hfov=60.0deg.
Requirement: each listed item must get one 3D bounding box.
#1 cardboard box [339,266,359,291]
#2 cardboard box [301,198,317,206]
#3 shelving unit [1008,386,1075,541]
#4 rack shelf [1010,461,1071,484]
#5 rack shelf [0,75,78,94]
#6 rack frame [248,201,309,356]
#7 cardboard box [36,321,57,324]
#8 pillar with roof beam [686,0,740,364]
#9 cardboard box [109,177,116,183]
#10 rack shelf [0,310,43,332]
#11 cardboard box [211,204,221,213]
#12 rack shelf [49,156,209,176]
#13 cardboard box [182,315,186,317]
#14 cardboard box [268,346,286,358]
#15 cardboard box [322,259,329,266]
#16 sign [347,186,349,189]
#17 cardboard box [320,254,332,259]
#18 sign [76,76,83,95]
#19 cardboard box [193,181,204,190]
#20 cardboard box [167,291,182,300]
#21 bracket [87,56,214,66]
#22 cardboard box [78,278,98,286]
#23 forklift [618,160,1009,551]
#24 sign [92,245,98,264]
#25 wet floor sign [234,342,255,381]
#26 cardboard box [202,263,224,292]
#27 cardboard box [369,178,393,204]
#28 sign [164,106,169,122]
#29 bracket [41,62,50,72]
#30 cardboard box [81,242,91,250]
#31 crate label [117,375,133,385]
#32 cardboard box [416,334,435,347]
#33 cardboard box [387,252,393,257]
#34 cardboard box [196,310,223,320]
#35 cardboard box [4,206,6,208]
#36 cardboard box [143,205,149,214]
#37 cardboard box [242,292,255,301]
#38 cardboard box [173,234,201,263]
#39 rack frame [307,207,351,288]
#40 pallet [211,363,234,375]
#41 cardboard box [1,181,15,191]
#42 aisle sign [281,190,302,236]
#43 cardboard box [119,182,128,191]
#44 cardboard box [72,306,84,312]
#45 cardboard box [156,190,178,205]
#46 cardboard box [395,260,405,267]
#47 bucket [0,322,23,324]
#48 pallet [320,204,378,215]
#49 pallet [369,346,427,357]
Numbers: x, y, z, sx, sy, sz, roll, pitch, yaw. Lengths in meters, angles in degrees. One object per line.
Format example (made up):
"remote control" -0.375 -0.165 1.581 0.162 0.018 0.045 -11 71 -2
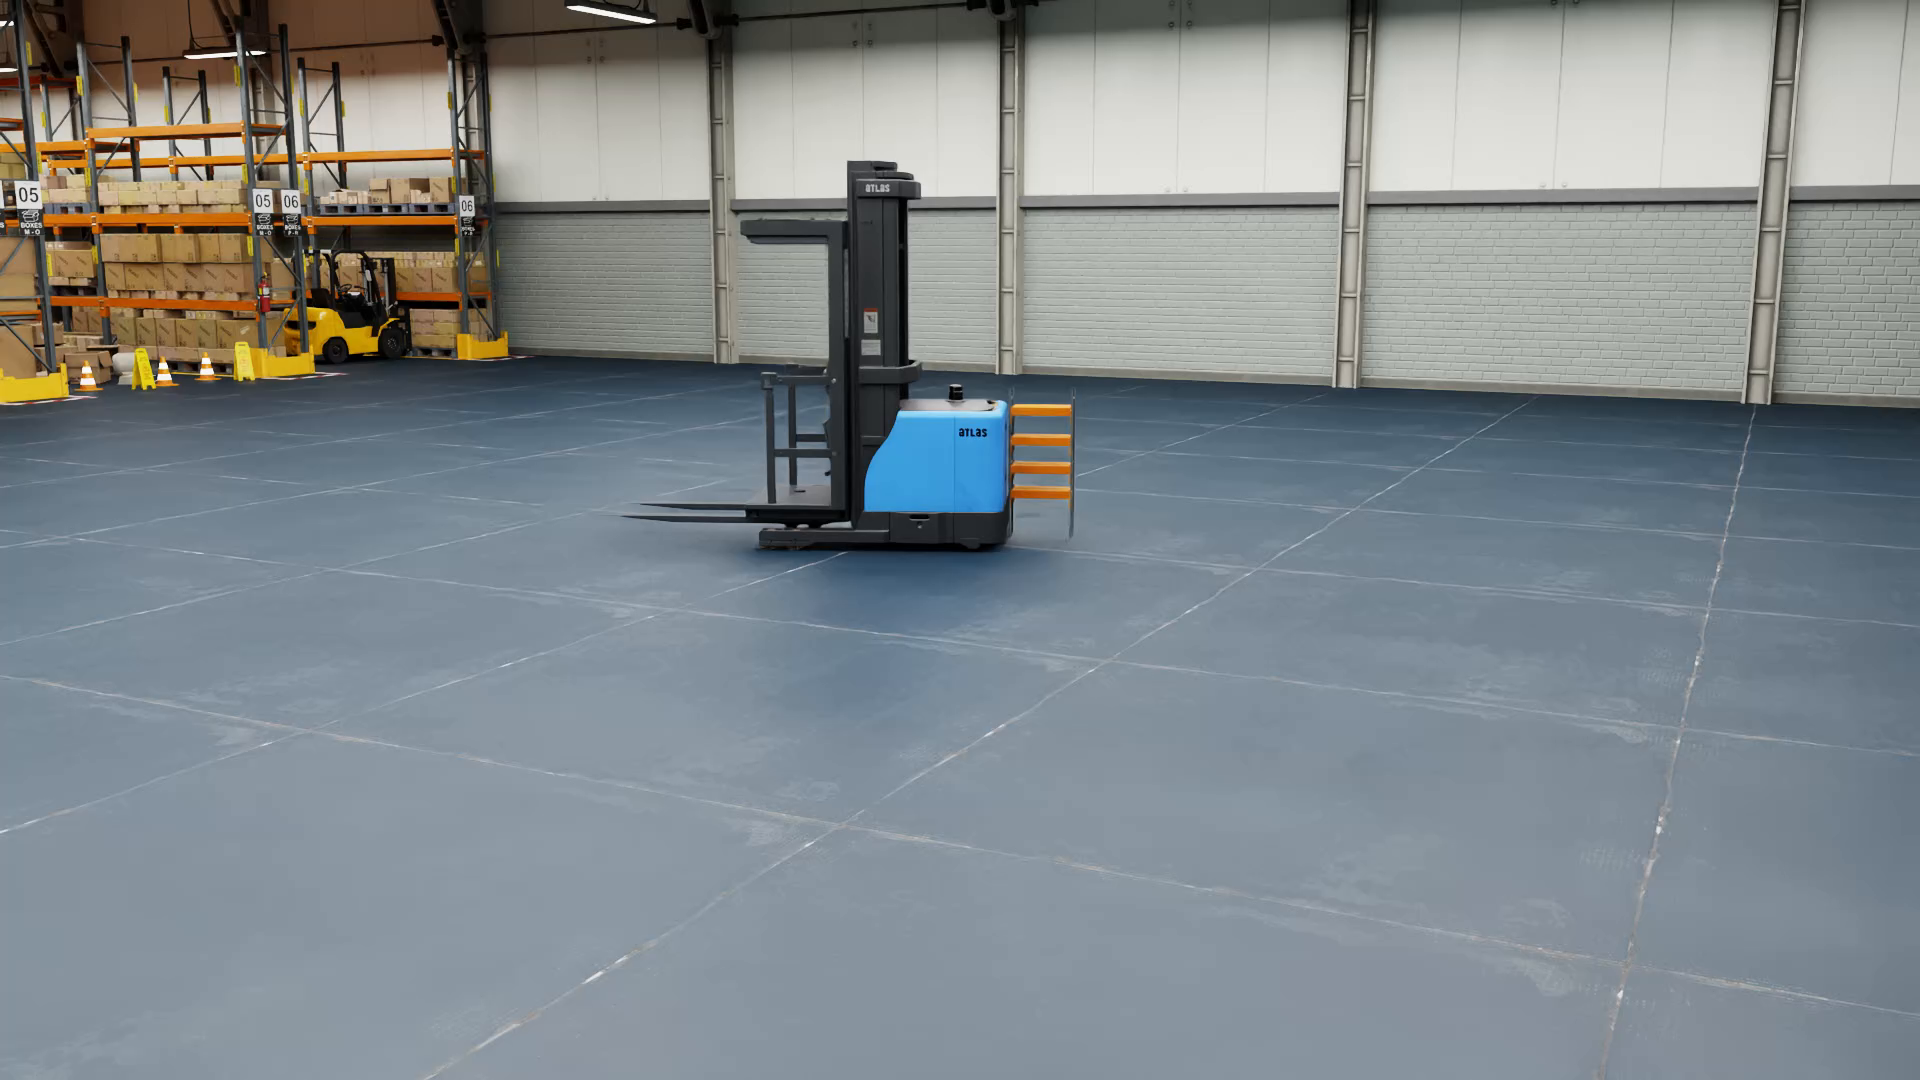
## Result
"cardboard box" -12.492 -5.422 34.484 0.500 0.500 0.500 5 12 27
"cardboard box" -13.923 -7.194 35.380 0.250 0.149 0.380 5 11 26
"shelving unit" 0.650 -0.610 13.234 0.503 1.200 0.258 1 10 7
"rack shelf" 0.650 -0.544 13.246 0.480 0.148 0.258 1 10 7
"rack shelf" -22.217 -10.509 38.716 4.000 0.370 1.077 5 11 26
"rack frame" -11.855 -4.379 29.005 0.127 3.000 1.000 5 11 26
"cardboard box" -21.373 -5.004 38.957 0.258 0.266 0.396 5 12 28
"pillar with roof beam" -6.411 -7.163 27.540 0.548 9.000 9.100 5 11 26
"cardboard box" -16.240 -6.697 31.227 0.500 0.250 0.500 5 11 25
"rack shelf" -15.748 -3.384 25.528 4.000 0.370 1.077 5 11 26
"cardboard box" -12.759 -5.756 28.894 0.250 0.149 0.380 5 12 28
"rack shelf" -18.630 -8.362 37.306 4.000 0.370 1.077 5 11 26
"cardboard box" -14.336 -3.874 30.647 0.500 0.500 0.500 5 12 27
"cardboard box" -12.456 -3.341 29.808 0.500 0.250 0.500 5 11 25
"cardboard box" -13.079 -5.789 34.691 0.250 0.149 0.380 5 11 25
"sign" -13.005 -7.346 35.299 0.005 0.325 0.100 5 11 26
"cardboard box" -13.094 -5.930 34.635 0.250 0.149 0.380 5 12 27
"sign" -15.682 -8.095 29.623 0.005 0.325 0.100 5 11 26
"cardboard box" -13.161 -6.196 29.086 0.250 0.149 0.380 5 11 26
"cardboard box" -13.920 -4.377 29.699 0.250 0.149 0.380 5 11 26
"bracket" -18.108 -10.746 37.232 4.783 0.066 0.076 5 11 26
"cardboard box" -16.025 -4.774 30.712 0.250 0.149 0.380 5 11 27
"forklift" -1.145 -1.454 13.033 3.031 2.935 1.130 1 10 4
"sign" -15.684 -5.175 30.152 0.005 0.325 0.100 5 11 26
"wet floor sign" -12.158 -3.035 28.188 0.267 0.644 0.232 -10 14 -43
"cardboard box" -12.910 -4.614 29.185 0.500 0.500 0.500 5 11 26
"cardboard box" -11.549 -7.100 33.865 0.637 0.503 0.797 5 12 28
"sign" -17.067 -9.166 35.763 0.005 0.325 0.100 5 11 26
"bracket" -21.178 -11.016 38.723 0.430 0.232 0.235 5 11 26
"cardboard box" -16.727 -5.579 31.515 0.250 0.149 0.380 6 12 29
"crate label" -13.730 -2.647 27.469 0.298 0.136 0.250 -1 10 -4
"cardboard box" -10.665 -4.053 33.745 0.500 0.250 0.500 5 11 26
"cardboard box" -11.454 -5.802 33.926 0.250 0.149 0.380 5 11 27
"cardboard box" -13.271 -3.981 29.420 0.250 0.149 0.380 5 12 27
"cardboard box" -18.183 -6.459 31.791 0.500 0.500 0.700 5 11 26
"cardboard box" -14.348 -5.903 29.706 0.250 0.149 0.380 5 11 24
"cardboard box" -12.285 -4.251 29.002 0.250 0.149 0.380 5 12 28
"cardboard box" -13.363 -5.137 29.269 0.500 0.500 0.700 5 11 25
"rack frame" -13.249 -5.488 35.129 0.127 3.000 1.000 5 11 26
"pallet" -12.636 -3.083 29.671 1.213 0.211 1.003 5 11 26
"cardboard box" -14.120 -5.267 24.734 0.250 0.149 0.380 5 11 26
"aisle sign" -11.662 -5.703 29.020 0.004 0.787 0.394 5 11 26
"cardboard box" -14.825 -6.324 29.795 0.250 0.149 0.380 5 11 24
"cardboard box" -20.219 -5.343 38.348 0.250 0.149 0.380 6 12 29
"cardboard box" -13.805 -6.045 29.370 0.500 0.250 0.500 5 11 26
"cardboard box" -11.258 -5.621 33.761 0.250 0.149 0.380 5 11 26
"bucket" -16.399 -3.391 28.466 0.726 0.611 0.620 -10 4 -43
"pallet" -12.473 -6.857 34.521 1.213 0.211 1.003 5 11 26
"pallet" -11.456 -3.950 34.464 1.213 0.211 1.003 5 11 26
